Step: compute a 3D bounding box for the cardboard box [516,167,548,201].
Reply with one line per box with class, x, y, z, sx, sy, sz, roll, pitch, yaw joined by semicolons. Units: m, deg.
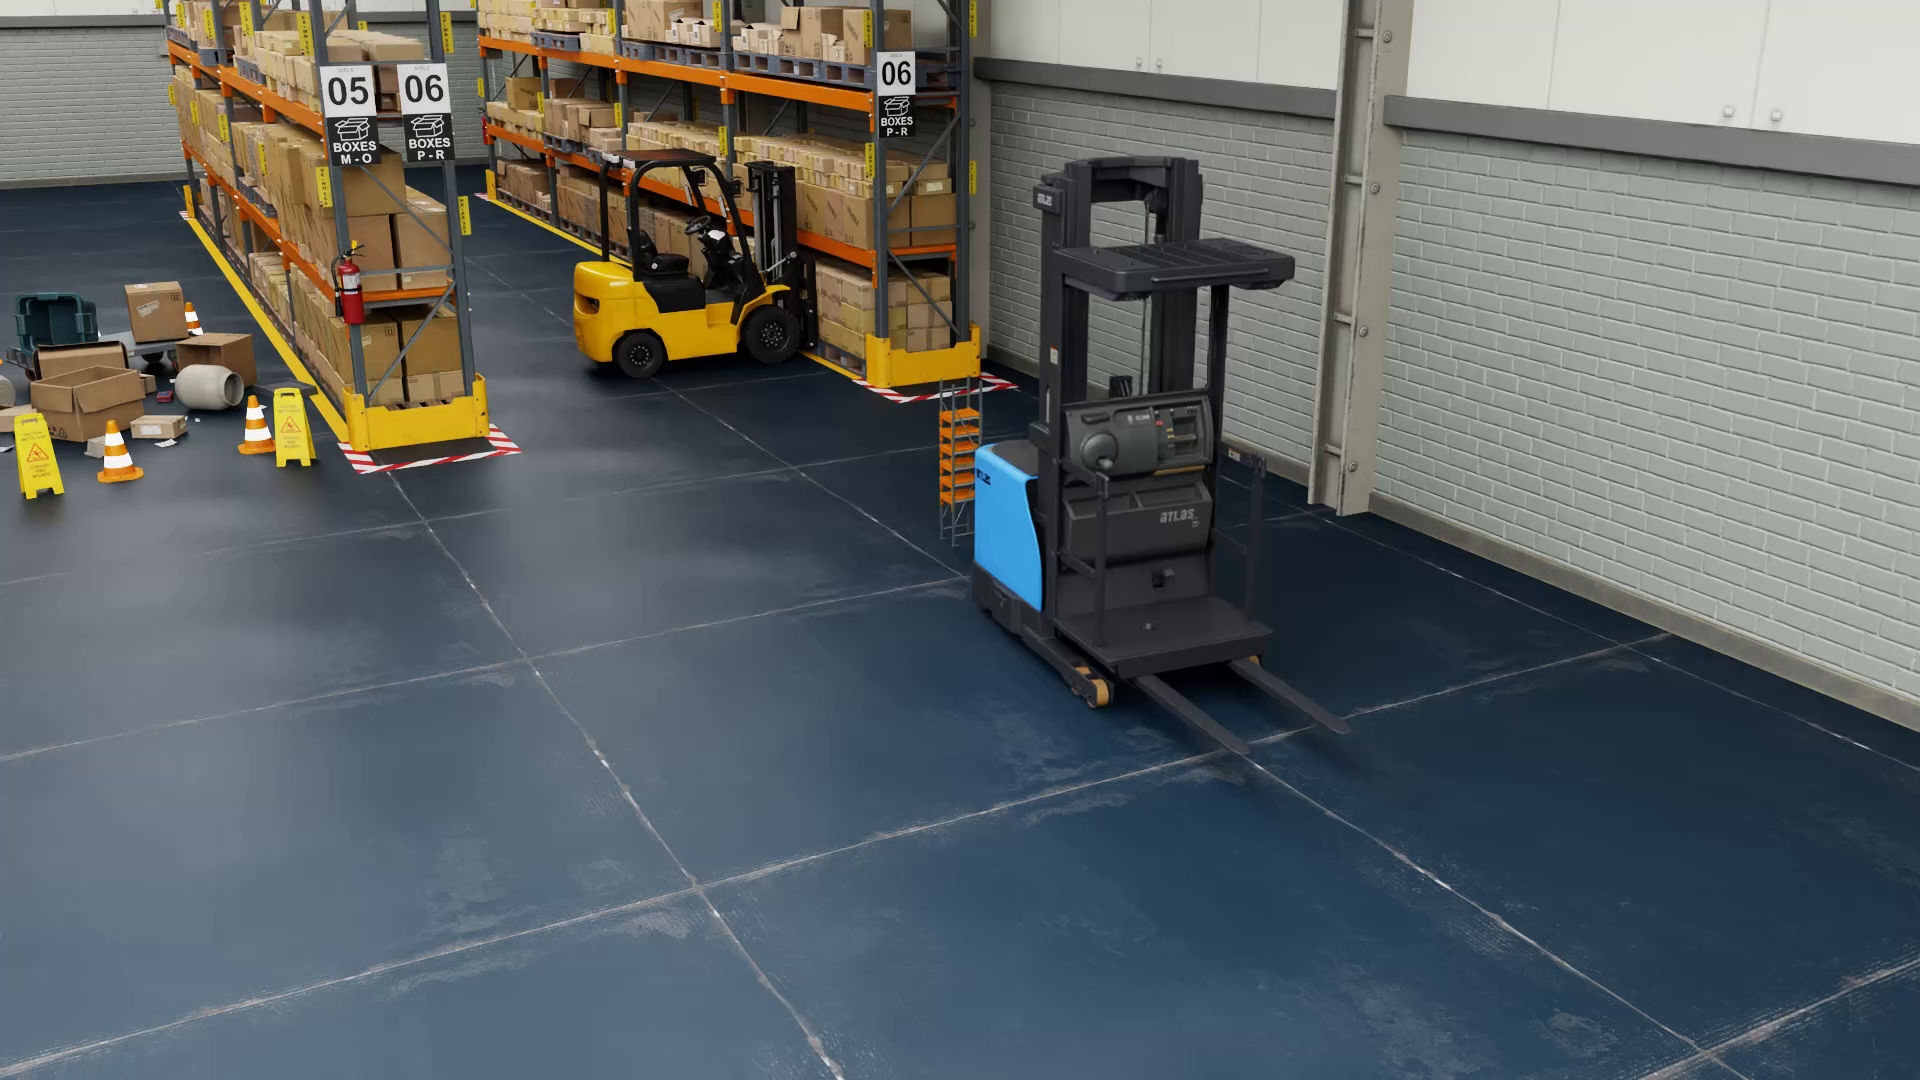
cardboard box;-7.231;-6.063;28.290;0.500;0.500;0.500;-10;21;-26

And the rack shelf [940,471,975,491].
rack shelf;0.007;-0.408;11.977;0.258;0.103;0.180;-10;21;-27

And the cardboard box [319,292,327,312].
cardboard box;-5.701;-2.209;15.361;0.380;0.149;0.250;-10;21;-26

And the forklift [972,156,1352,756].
forklift;1.122;-0.594;9.360;1.130;2.935;3.031;-8;21;-22

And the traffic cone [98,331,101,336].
traffic cone;-9.479;-2.308;18.111;0.336;0.463;0.334;-10;21;-27

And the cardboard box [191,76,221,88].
cardboard box;-10.866;-6.602;23.985;0.380;0.149;0.250;-10;22;-28

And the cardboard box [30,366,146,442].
cardboard box;-7.803;-1.224;14.906;0.637;0.503;0.797;7;20;20

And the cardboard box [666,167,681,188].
cardboard box;-3.448;-4.681;21.328;0.500;0.250;0.500;-9;21;-25

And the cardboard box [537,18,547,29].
cardboard box;-6.189;-7.824;25.197;0.380;0.149;0.250;-10;21;-26

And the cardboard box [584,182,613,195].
cardboard box;-5.462;-5.321;25.146;0.380;0.149;0.250;-9;21;-25

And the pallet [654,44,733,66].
pallet;-3.239;-6.185;21.149;1.003;0.211;1.213;-9;21;-24

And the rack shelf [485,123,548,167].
rack shelf;-7.023;-6.740;28.169;1.077;0.370;4.000;-10;21;-27

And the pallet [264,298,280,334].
pallet;-7.595;-2.696;19.620;1.003;0.211;1.213;-10;21;-27

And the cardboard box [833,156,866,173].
cardboard box;-1.076;-3.846;17.075;0.380;0.149;0.250;-10;21;-26

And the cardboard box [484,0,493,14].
cardboard box;-7.758;-9.063;28.208;0.500;0.250;0.500;-10;21;-27

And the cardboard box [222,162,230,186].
cardboard box;-9.265;-4.766;21.576;0.500;0.250;0.500;-10;21;-26

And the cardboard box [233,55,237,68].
cardboard box;-8.540;-5.771;20.043;0.380;0.149;0.250;-10;21;-27

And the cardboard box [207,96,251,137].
cardboard box;-9.731;-5.652;22.226;0.500;0.500;0.500;-10;22;-28

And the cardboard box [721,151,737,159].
cardboard box;-2.632;-4.627;19.795;0.380;0.149;0.250;-9;21;-25

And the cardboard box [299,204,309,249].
cardboard box;-5.934;-3.030;15.703;0.500;0.500;0.500;-10;21;-26

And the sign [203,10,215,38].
sign;-9.033;-6.204;20.000;0.100;0.325;0.005;-10;21;-27

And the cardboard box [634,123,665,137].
cardboard box;-4.154;-5.498;22.320;0.380;0.149;0.250;-9;21;-25

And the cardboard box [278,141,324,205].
cardboard box;-5.743;-3.342;15.075;0.700;0.500;0.500;-10;22;-27

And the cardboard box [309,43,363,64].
cardboard box;-5.162;-4.019;13.744;0.380;0.149;0.250;-10;21;-26

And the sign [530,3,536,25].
sign;-6.547;-8.082;25.565;0.100;0.325;0.005;-10;21;-27

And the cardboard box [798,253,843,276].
cardboard box;-1.598;-2.952;18.128;0.500;0.250;0.500;-10;22;-28

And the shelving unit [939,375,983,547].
shelving unit;0.007;-0.563;11.924;0.258;1.200;0.189;-10;21;-27

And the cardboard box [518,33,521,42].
cardboard box;-6.951;-8.165;26.981;0.380;0.149;0.250;-9;21;-25

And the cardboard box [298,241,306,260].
cardboard box;-6.174;-2.812;16.068;0.380;0.149;0.250;-10;21;-26

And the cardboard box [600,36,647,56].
cardboard box;-4.631;-6.815;22.914;0.500;0.250;0.500;-11;22;-28

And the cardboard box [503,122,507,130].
cardboard box;-7.675;-7.181;28.729;0.380;0.149;0.250;-9;21;-25

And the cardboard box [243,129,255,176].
cardboard box;-8.019;-4.510;19.349;0.500;0.500;0.500;-10;21;-26

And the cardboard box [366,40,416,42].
cardboard box;-4.929;-4.253;14.421;0.380;0.149;0.250;-10;21;-27

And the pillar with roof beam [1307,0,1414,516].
pillar with roof beam;-0.852;-3.848;9.486;9.100;9.000;0.400;-10;21;-27

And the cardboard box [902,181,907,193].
cardboard box;-0.481;-3.614;16.858;0.380;0.149;0.250;-10;21;-27

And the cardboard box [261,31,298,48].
cardboard box;-6.629;-4.905;16.311;0.380;0.149;0.250;-9;21;-25

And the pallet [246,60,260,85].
pallet;-6.840;-4.963;17.604;1.213;0.211;1.003;-10;21;-27

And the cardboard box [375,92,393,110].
cardboard box;-4.817;-3.798;14.326;0.380;0.149;0.250;-11;22;-28

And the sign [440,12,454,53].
sign;-4.264;-4.207;13.786;0.100;0.325;0.005;-10;21;-27

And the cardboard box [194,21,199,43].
cardboard box;-9.880;-6.711;21.944;0.396;0.266;0.258;-8;21;-22

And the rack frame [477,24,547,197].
rack frame;-7.973;-7.655;29.716;1.000;3.000;0.127;-10;21;-27

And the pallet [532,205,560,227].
pallet;-6.398;-5.385;27.415;1.003;0.211;1.213;-10;21;-27

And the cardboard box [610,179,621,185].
cardboard box;-5.164;-5.469;25.576;0.380;0.149;0.250;-9;21;-25

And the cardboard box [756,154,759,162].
cardboard box;-2.082;-4.287;18.808;0.380;0.149;0.250;-10;21;-27

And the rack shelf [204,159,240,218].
rack shelf;-9.490;-4.822;22.610;1.077;0.370;4.000;-10;21;-27

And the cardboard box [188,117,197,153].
cardboard box;-11.386;-6.166;25.249;0.500;0.500;0.500;-10;22;-27

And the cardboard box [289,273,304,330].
cardboard box;-6.598;-2.482;17.147;0.500;0.500;0.500;-9;21;-24

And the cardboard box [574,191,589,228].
cardboard box;-5.547;-5.054;25.368;0.500;0.500;0.500;-11;22;-28

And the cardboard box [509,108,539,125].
cardboard box;-7.249;-7.119;27.938;0.500;0.250;0.500;-11;22;-28

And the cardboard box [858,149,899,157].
cardboard box;-0.868;-4.075;17.739;0.380;0.149;0.250;-11;22;-28

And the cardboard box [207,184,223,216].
cardboard box;-11.496;-5.437;26.572;0.875;0.438;0.875;-9;21;-25

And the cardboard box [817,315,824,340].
cardboard box;-1.333;-2.335;17.872;0.500;0.250;0.500;-10;21;-26

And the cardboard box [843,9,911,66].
cardboard box;-0.799;-4.862;16.074;0.500;0.500;0.500;-9;21;-25
